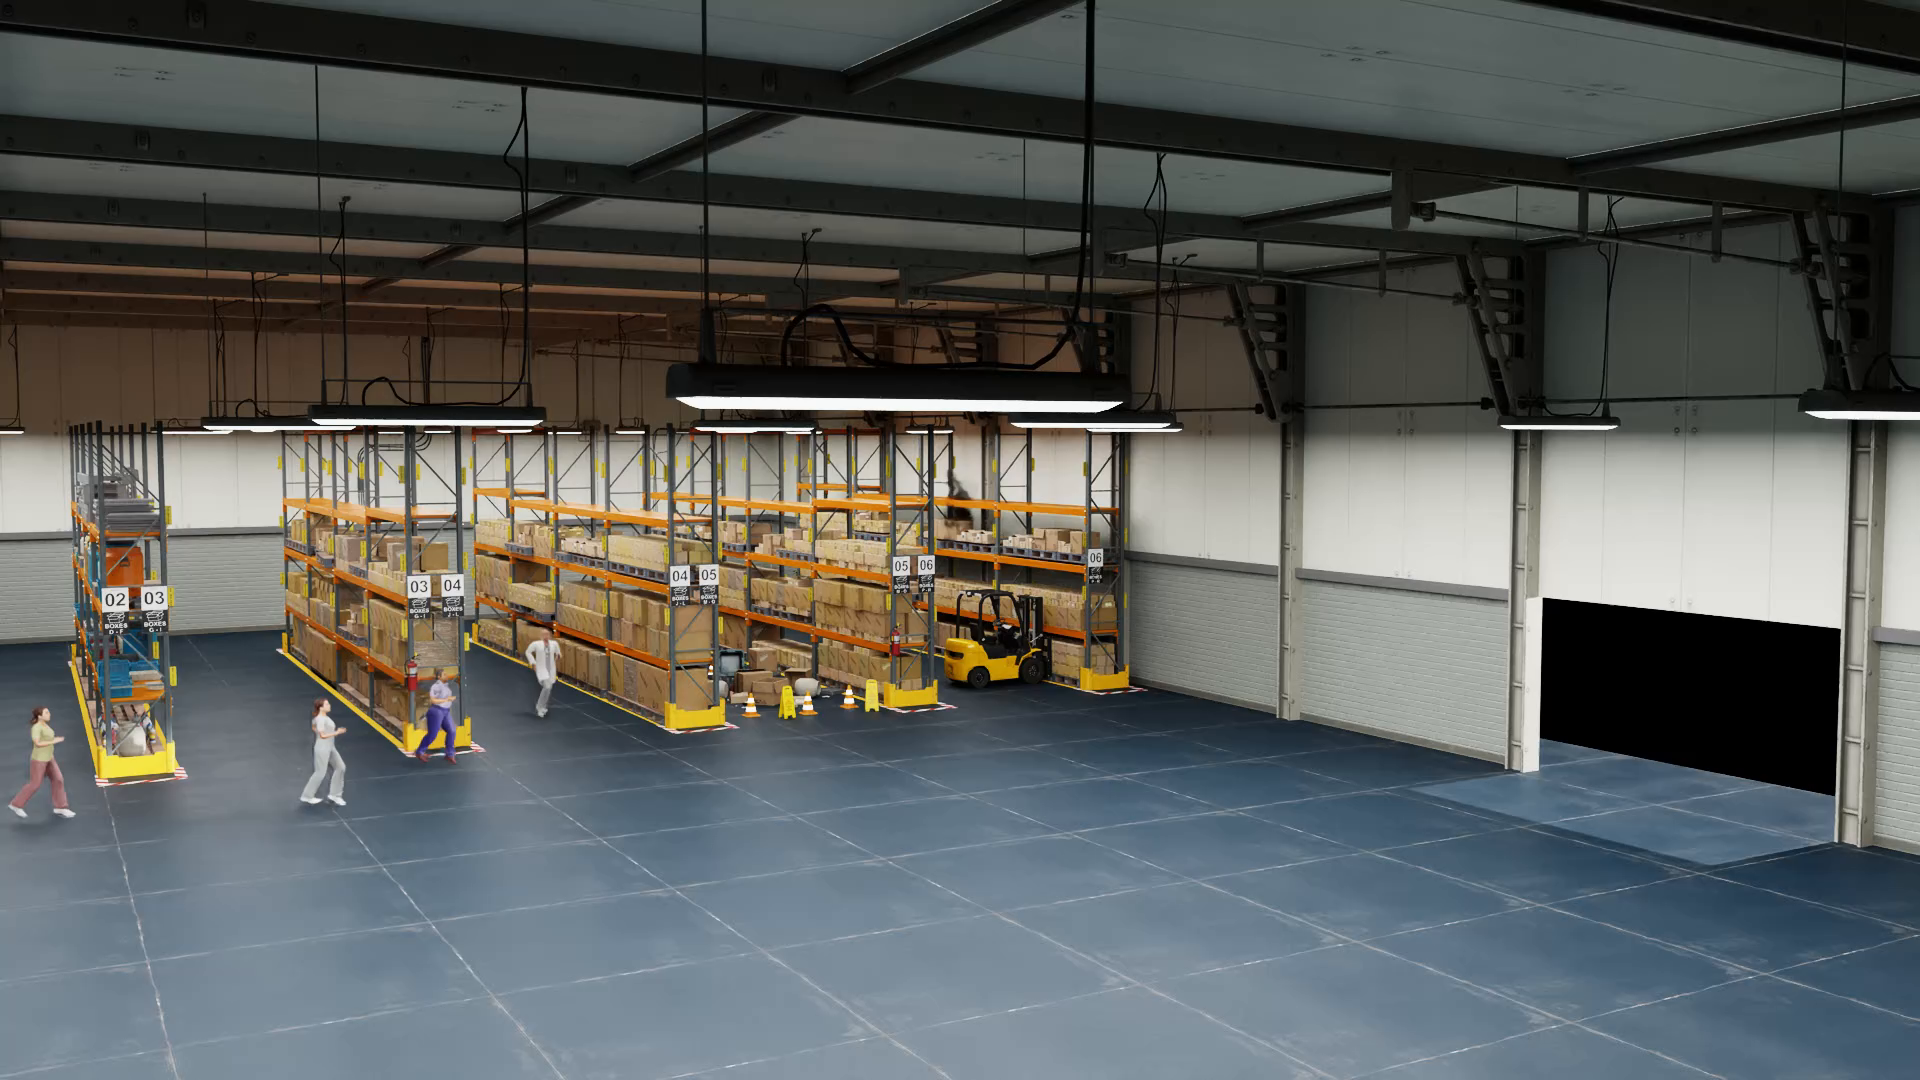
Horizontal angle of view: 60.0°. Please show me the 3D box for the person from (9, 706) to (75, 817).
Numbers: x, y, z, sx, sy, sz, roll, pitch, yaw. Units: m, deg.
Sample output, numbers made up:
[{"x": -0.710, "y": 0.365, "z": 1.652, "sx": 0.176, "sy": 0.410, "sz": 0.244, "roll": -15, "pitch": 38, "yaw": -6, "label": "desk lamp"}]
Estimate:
[{"x": -13.770, "y": 3.325, "z": 24.893, "sx": 0.894, "sy": 1.697, "sz": 0.593, "roll": -1, "pitch": 4, "yaw": -10, "label": "person"}]

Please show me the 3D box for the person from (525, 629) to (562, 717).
[{"x": -8.517, "y": 2.738, "z": 34.252, "sx": 0.670, "sy": 1.820, "sz": 0.787, "roll": -3, "pitch": 5, "yaw": -39, "label": "person"}]

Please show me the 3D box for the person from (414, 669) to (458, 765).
[{"x": -9.159, "y": 3.114, "z": 29.183, "sx": 0.774, "sy": 1.703, "sz": 0.605, "roll": 1, "pitch": 4, "yaw": 11, "label": "person"}]

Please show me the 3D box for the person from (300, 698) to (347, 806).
[{"x": -9.851, "y": 3.292, "z": 25.756, "sx": 0.720, "sy": 1.717, "sz": 0.546, "roll": 0, "pitch": 4, "yaw": -7, "label": "person"}]
